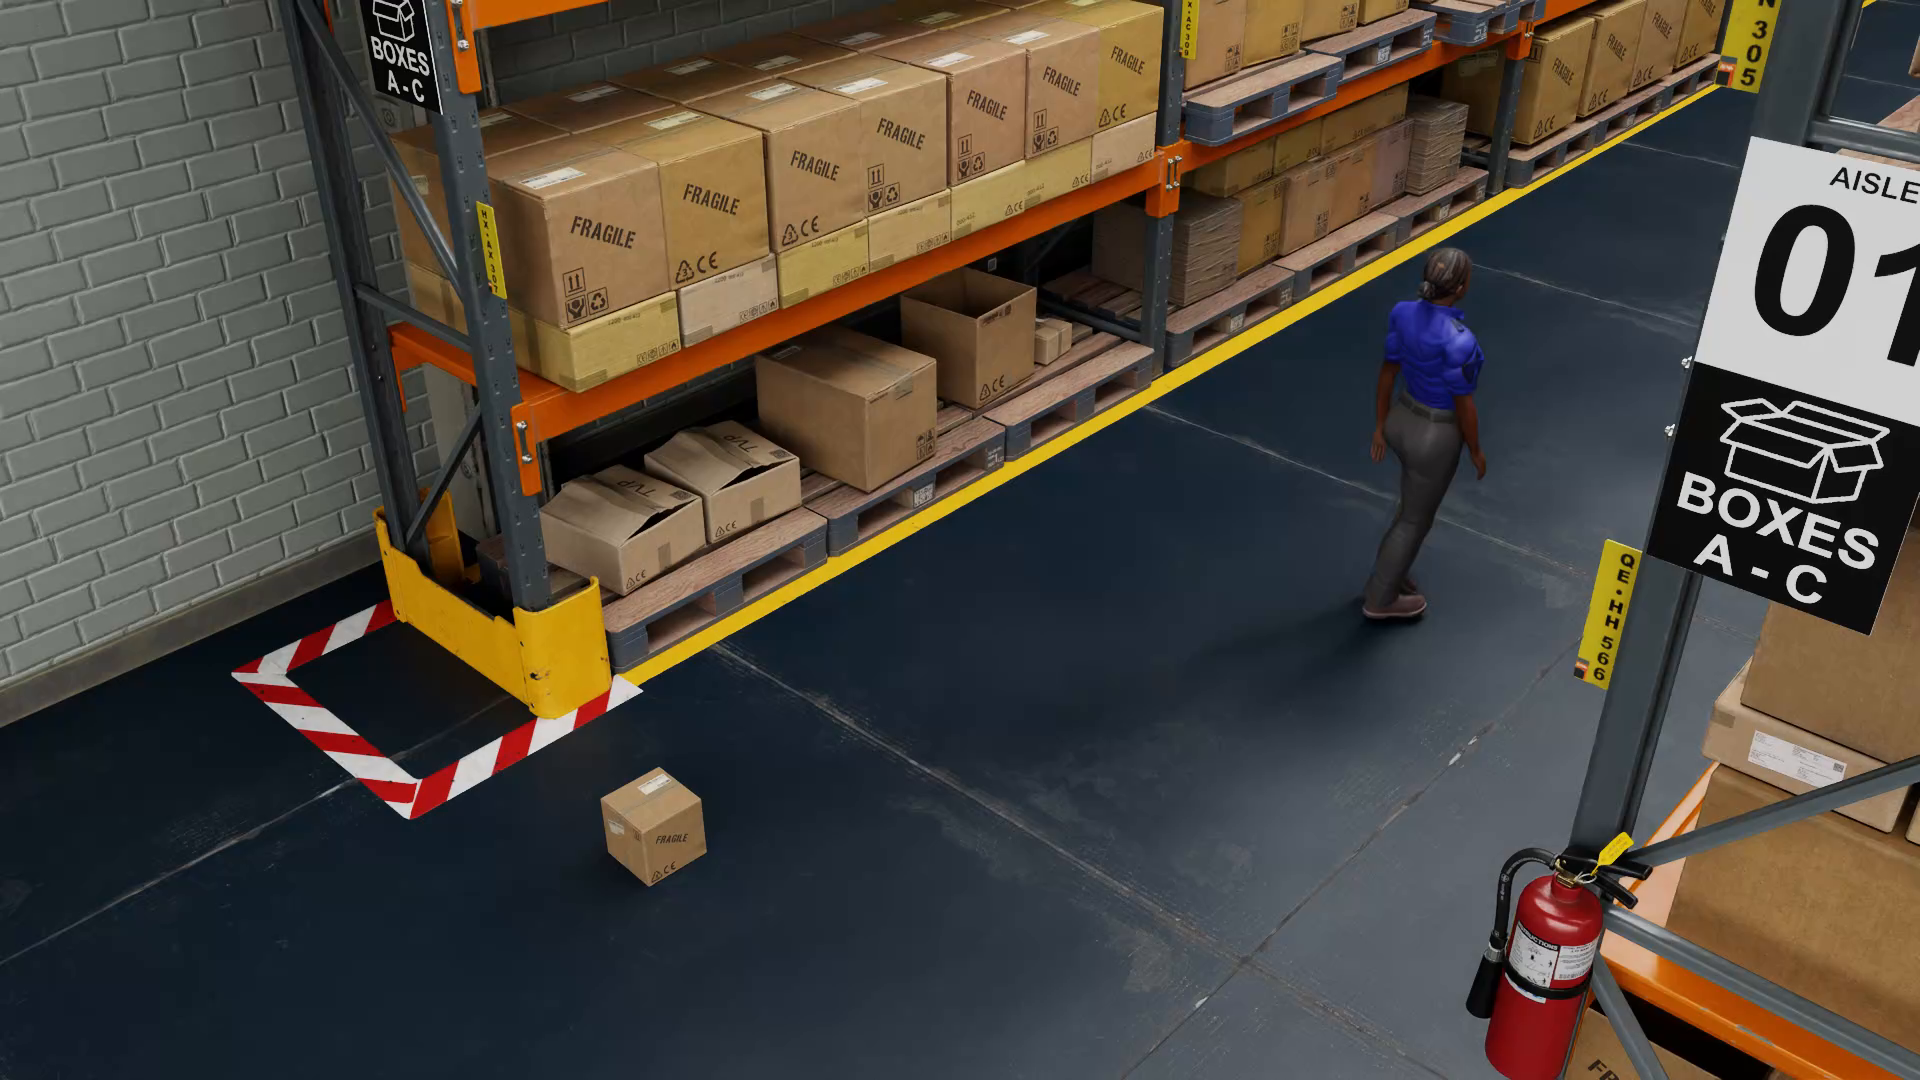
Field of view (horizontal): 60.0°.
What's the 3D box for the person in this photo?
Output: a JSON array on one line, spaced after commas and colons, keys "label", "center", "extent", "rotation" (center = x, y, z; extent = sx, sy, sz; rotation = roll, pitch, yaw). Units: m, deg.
[{"label": "person", "center": [1.936, -0.403, 6.800], "extent": [0.470, 1.699, 0.445], "rotation": [-12, 33, -18]}]
